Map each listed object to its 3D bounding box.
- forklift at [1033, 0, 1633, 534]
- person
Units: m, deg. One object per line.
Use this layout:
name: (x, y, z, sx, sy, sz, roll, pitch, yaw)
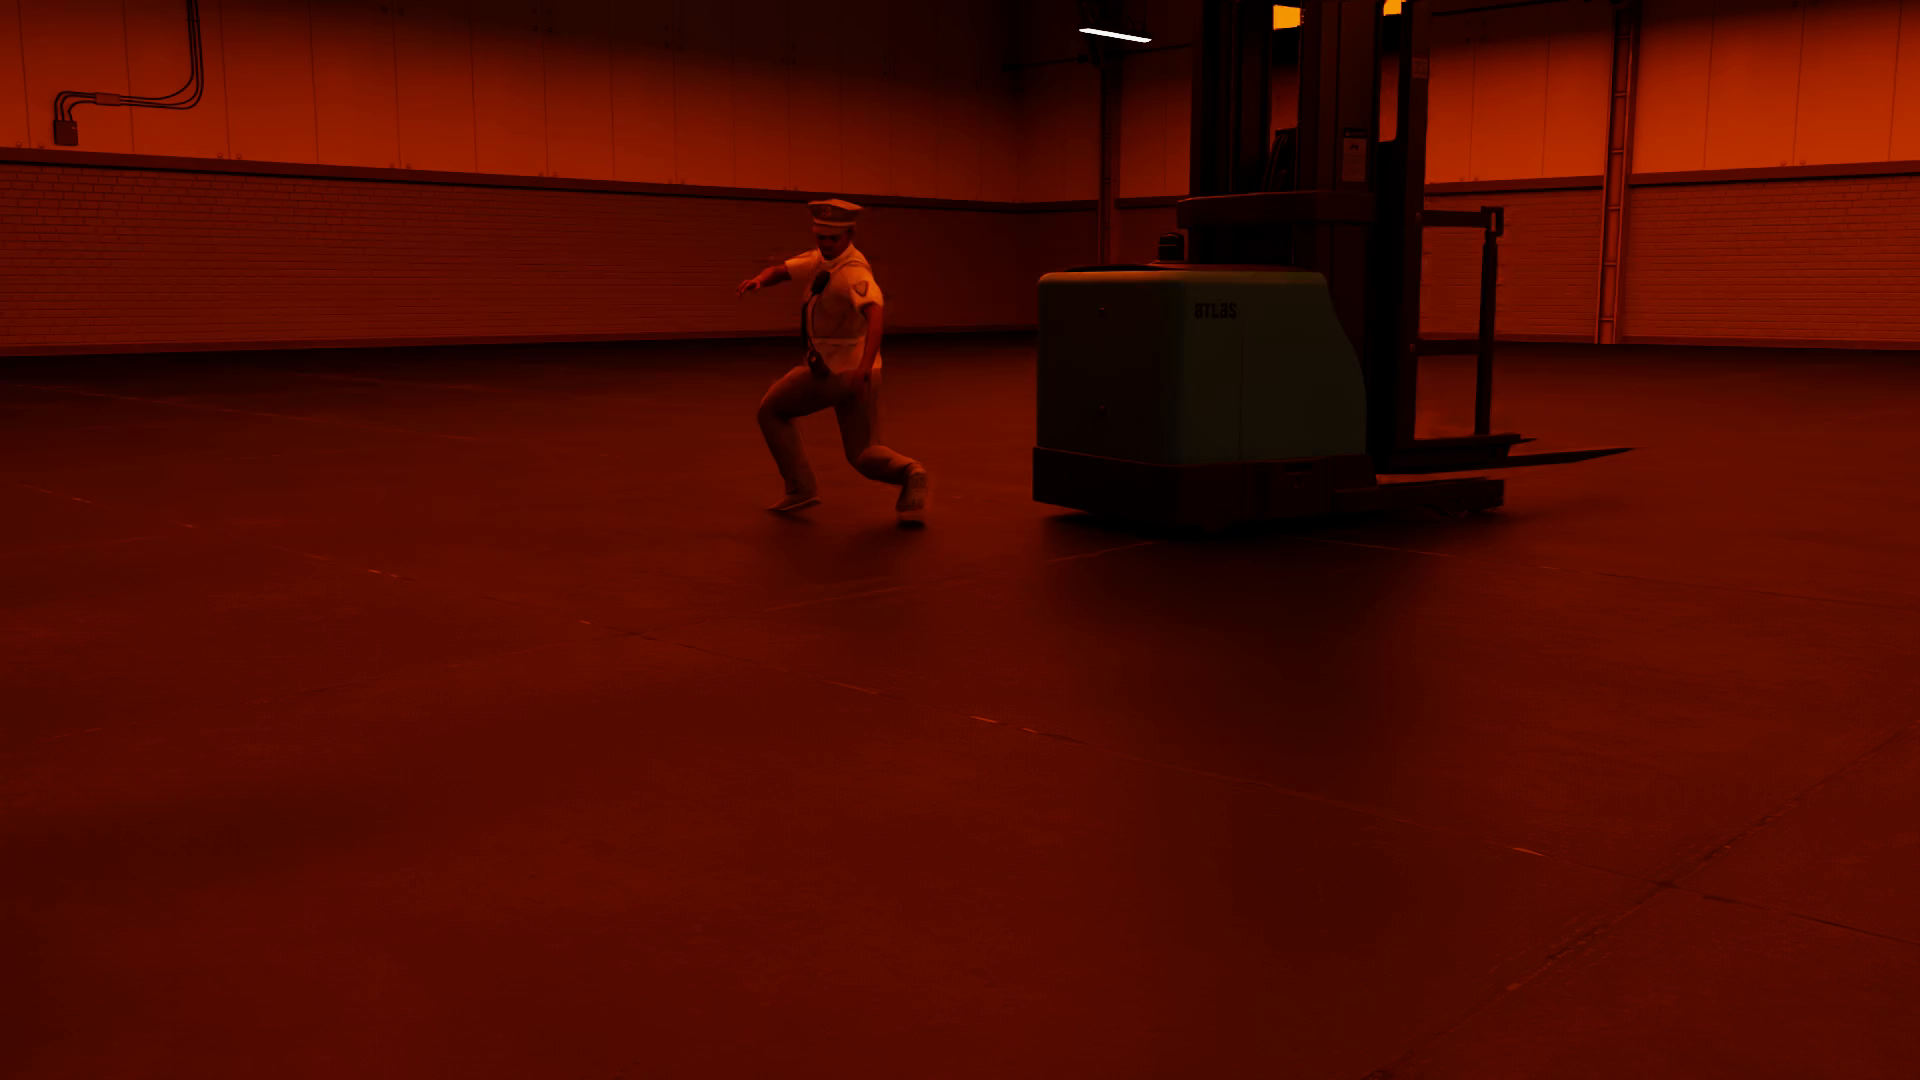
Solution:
forklift: (1.857, -1.610, 7.565, 3.031, 2.935, 1.130, -5, 10, -30)
person: (-0.551, -0.758, 7.264, 0.916, 1.438, 0.694, 4, 9, 24)
